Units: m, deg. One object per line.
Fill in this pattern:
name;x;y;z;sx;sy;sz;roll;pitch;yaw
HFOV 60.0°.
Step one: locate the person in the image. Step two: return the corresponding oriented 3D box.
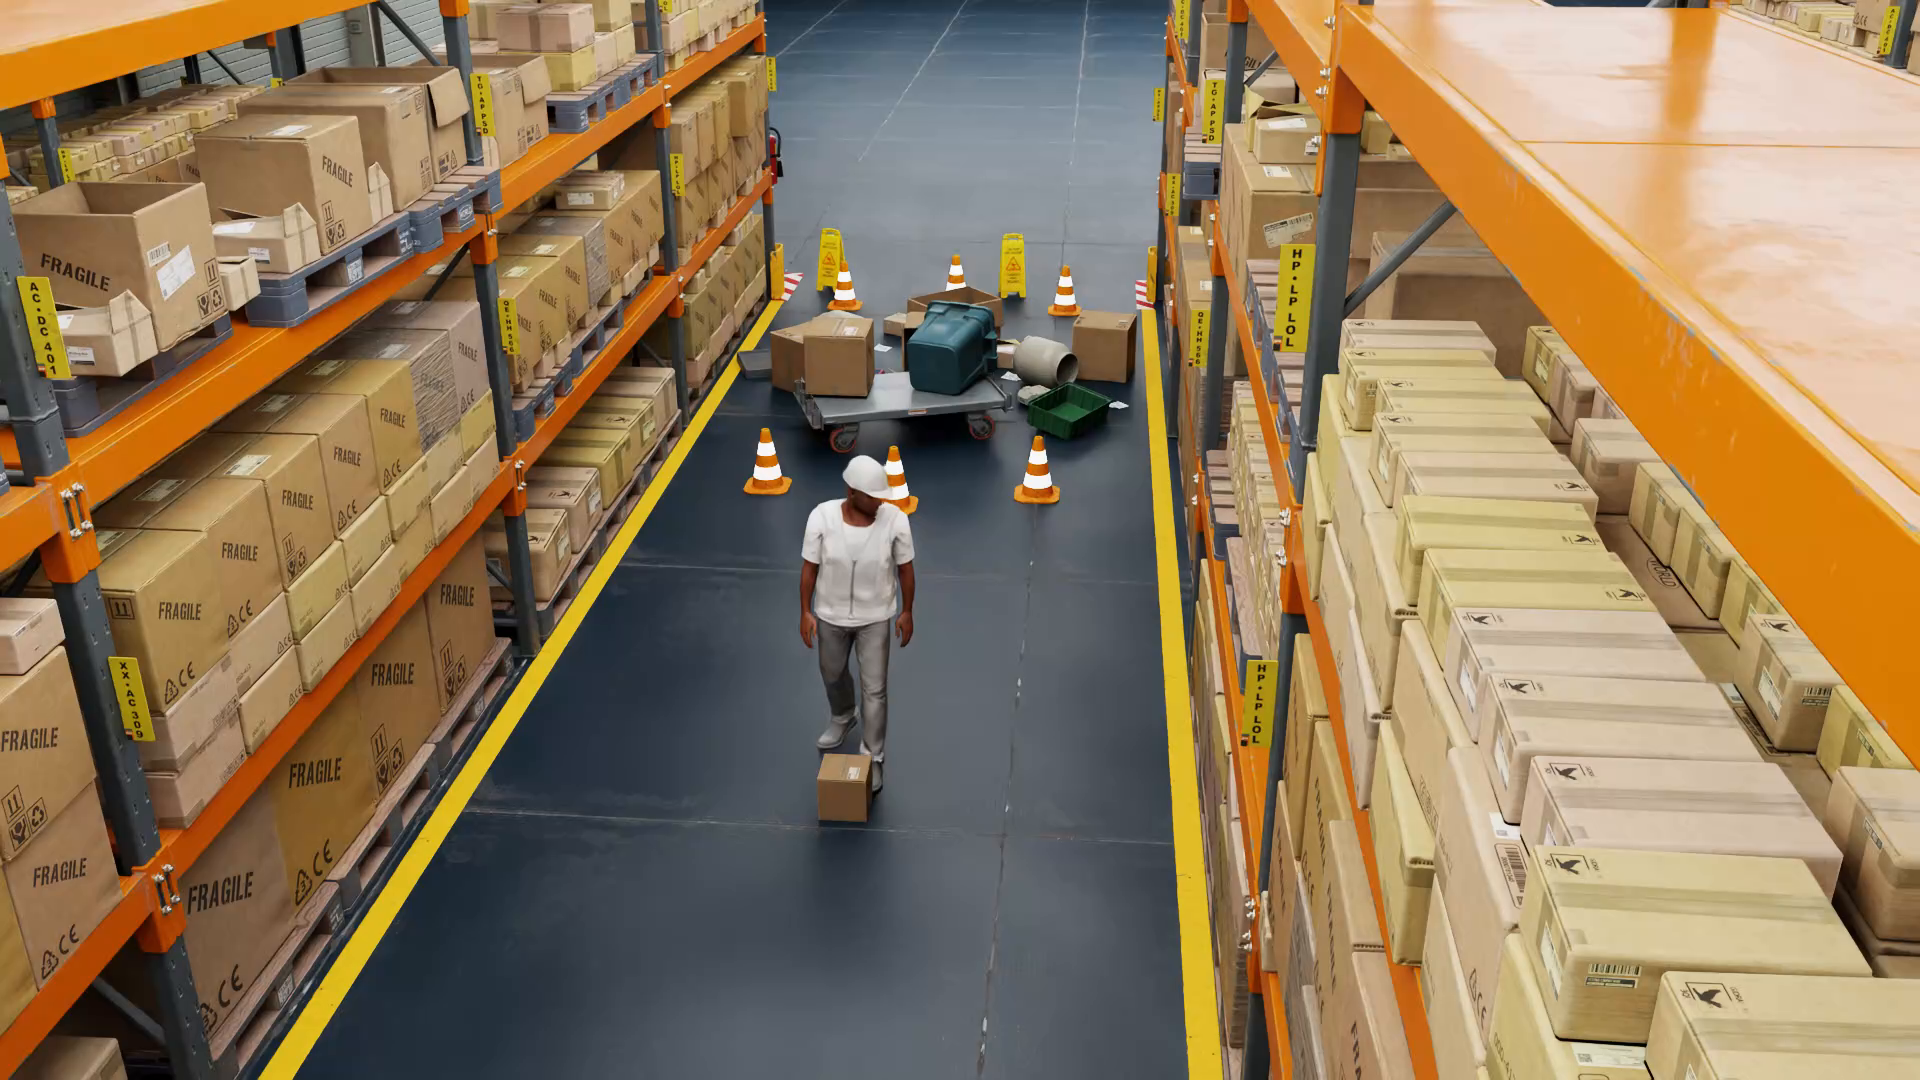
person;-0.533;0.407;8.694;0.574;1.792;0.533;2;24;5
